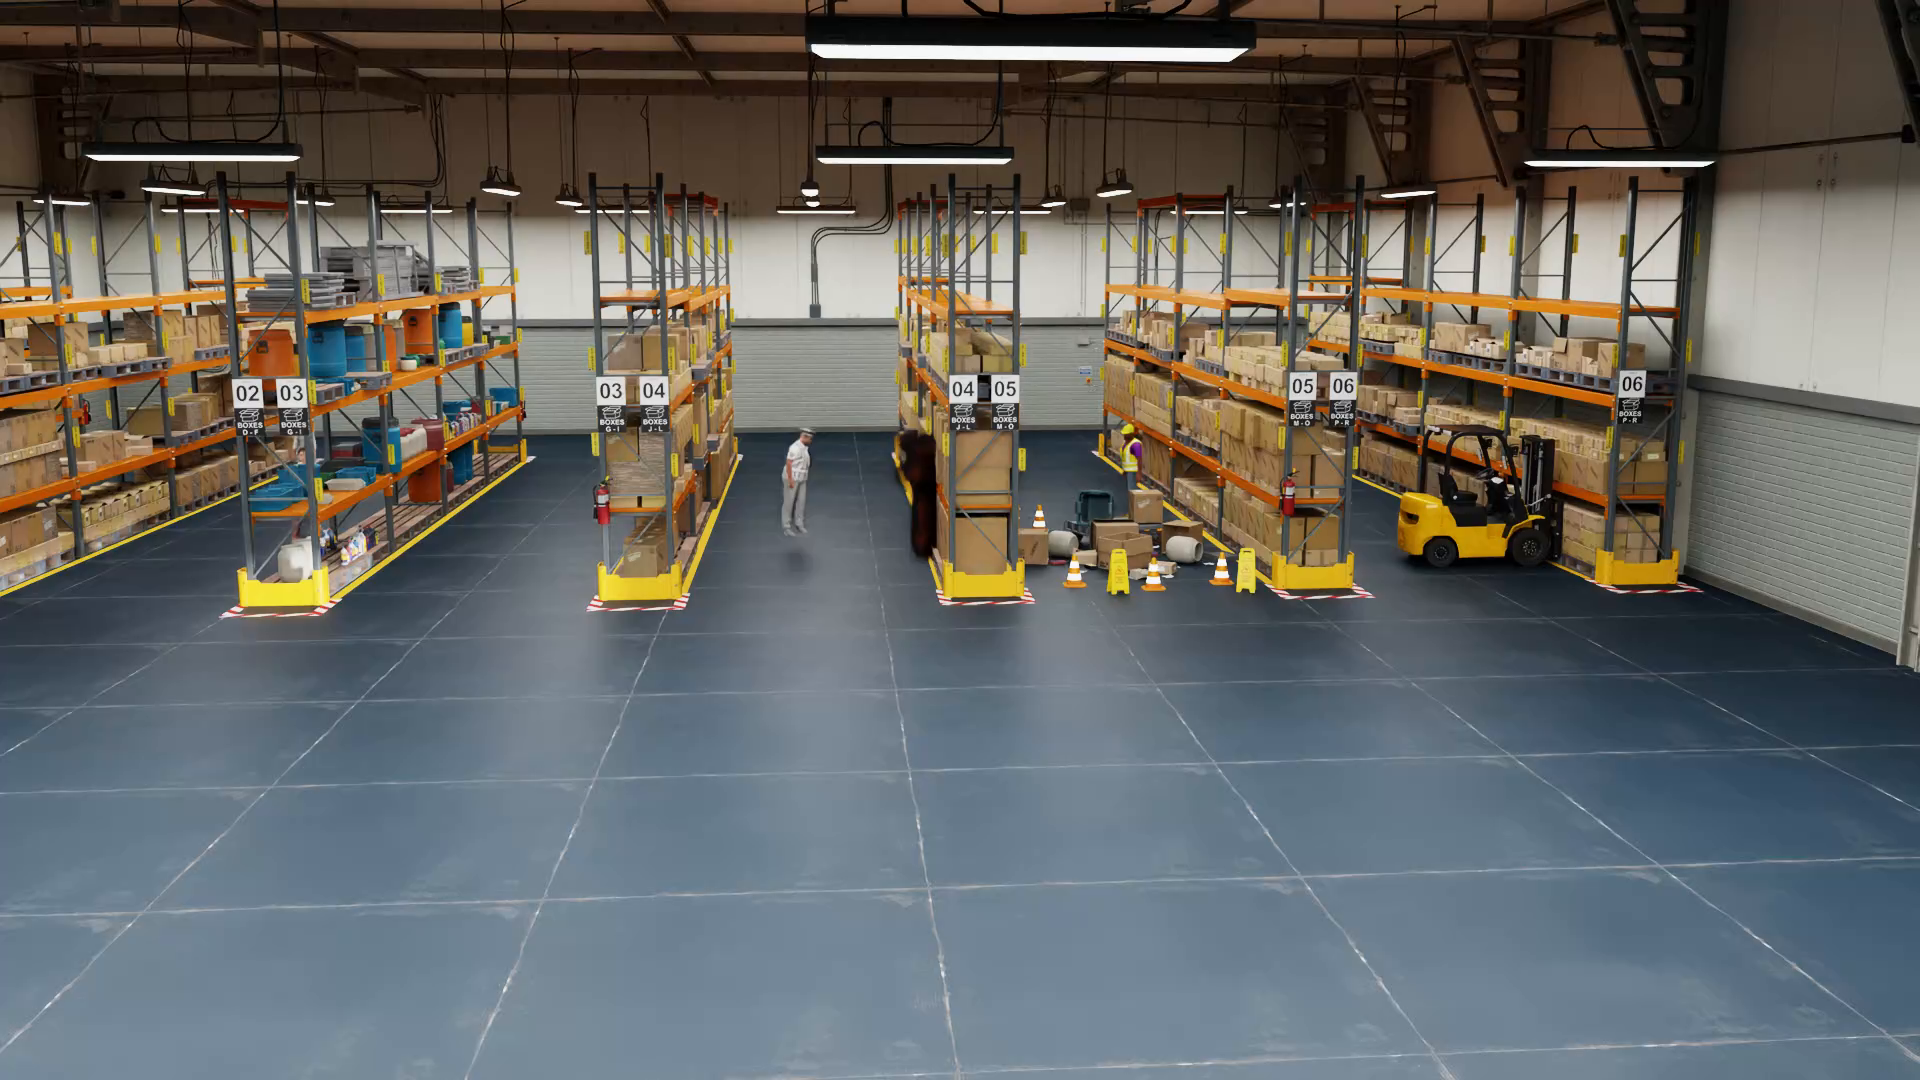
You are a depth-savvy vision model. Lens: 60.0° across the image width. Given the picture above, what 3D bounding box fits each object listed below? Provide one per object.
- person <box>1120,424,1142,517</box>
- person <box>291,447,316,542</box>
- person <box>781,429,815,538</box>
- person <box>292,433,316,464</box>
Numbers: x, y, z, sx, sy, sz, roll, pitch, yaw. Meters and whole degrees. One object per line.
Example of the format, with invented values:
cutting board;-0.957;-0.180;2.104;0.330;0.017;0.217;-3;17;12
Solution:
person;3.142;-1.265;30.748;0.387;1.767;0.633;0;10;-2
person;-11.067;-0.719;28.062;0.521;1.706;0.445;-1;10;-8
person;-2.700;-0.959;27.632;0.498;1.771;0.596;6;12;31
person;-13.397;-1.740;34.005;0.458;1.557;0.624;-1;10;-7
